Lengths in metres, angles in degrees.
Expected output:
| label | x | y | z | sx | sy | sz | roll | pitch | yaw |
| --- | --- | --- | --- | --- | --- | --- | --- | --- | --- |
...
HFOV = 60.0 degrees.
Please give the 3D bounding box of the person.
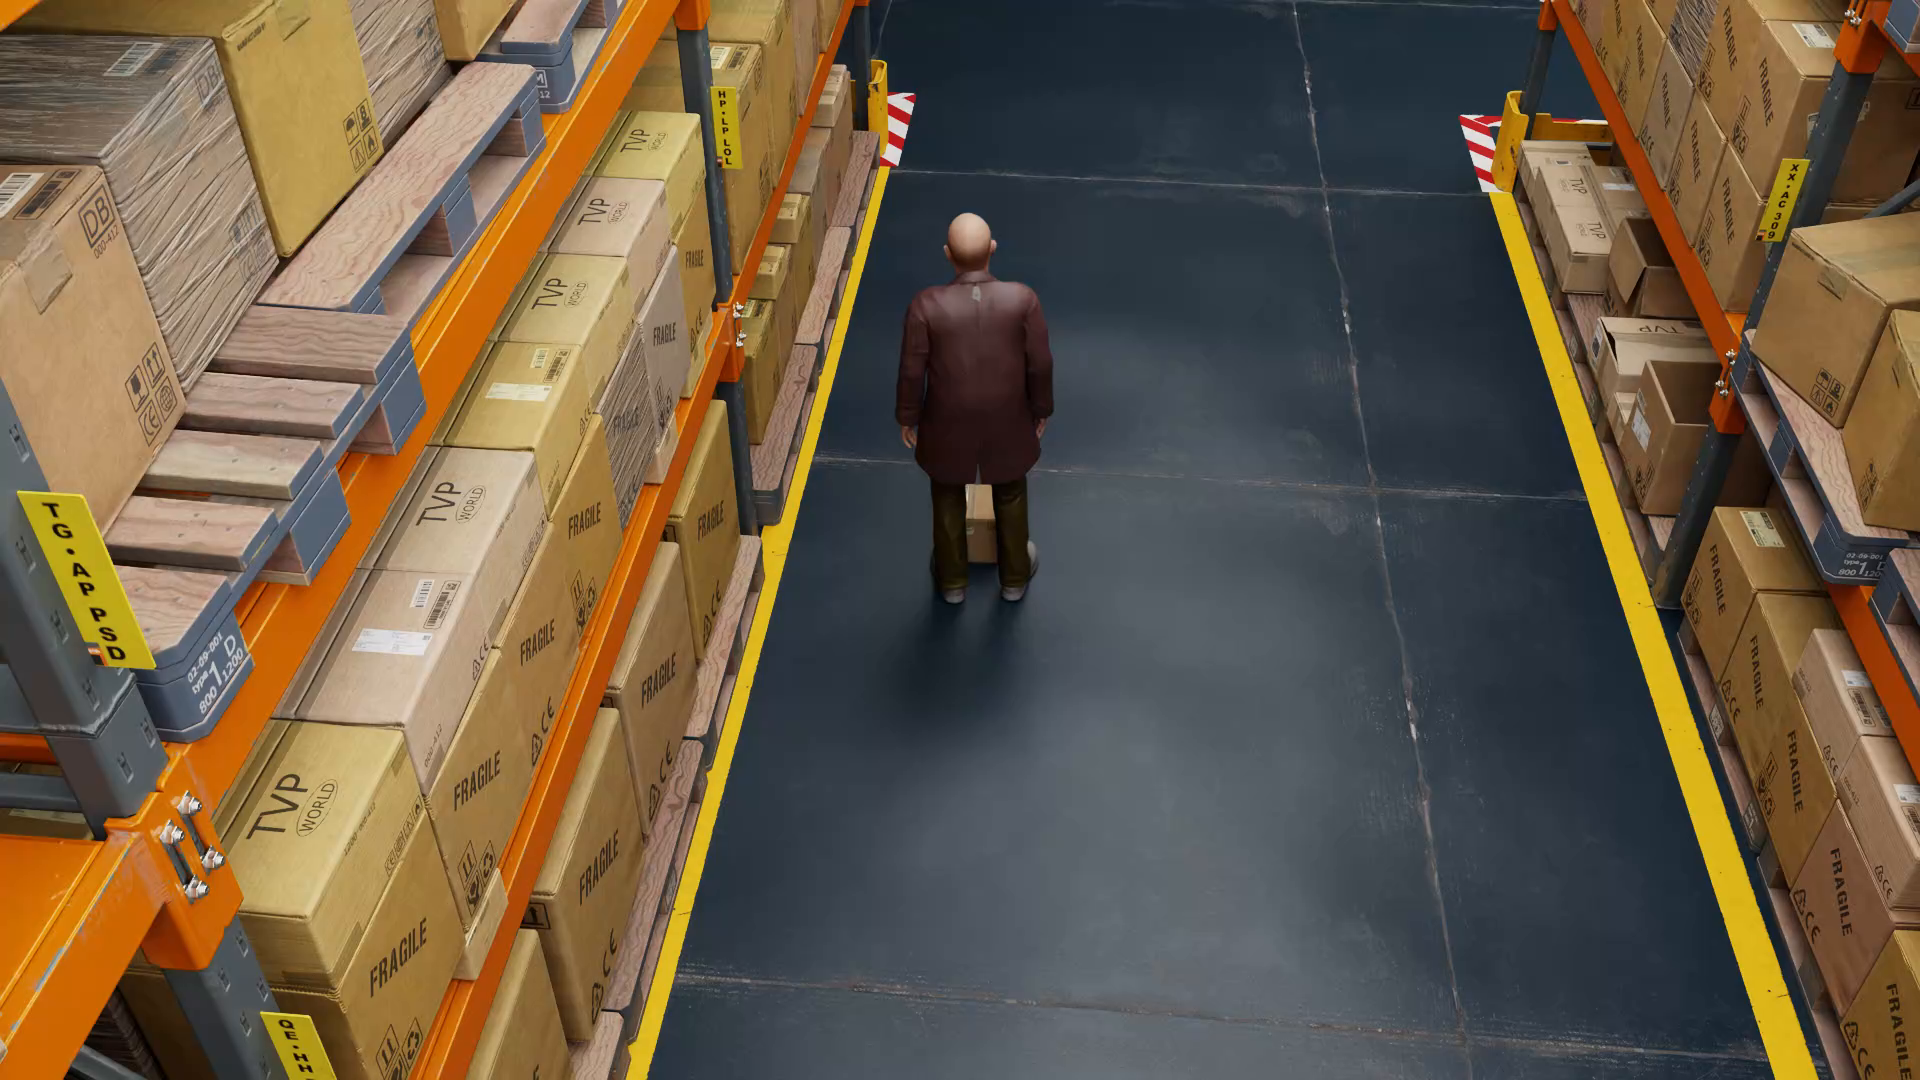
| label | x | y | z | sx | sy | sz | roll | pitch | yaw |
| --- | --- | --- | --- | --- | --- | --- | --- | --- | --- |
| person | 0.059 | -0.503 | 6.777 | 0.653 | 1.773 | 0.426 | -2 | 40 | -3 |
